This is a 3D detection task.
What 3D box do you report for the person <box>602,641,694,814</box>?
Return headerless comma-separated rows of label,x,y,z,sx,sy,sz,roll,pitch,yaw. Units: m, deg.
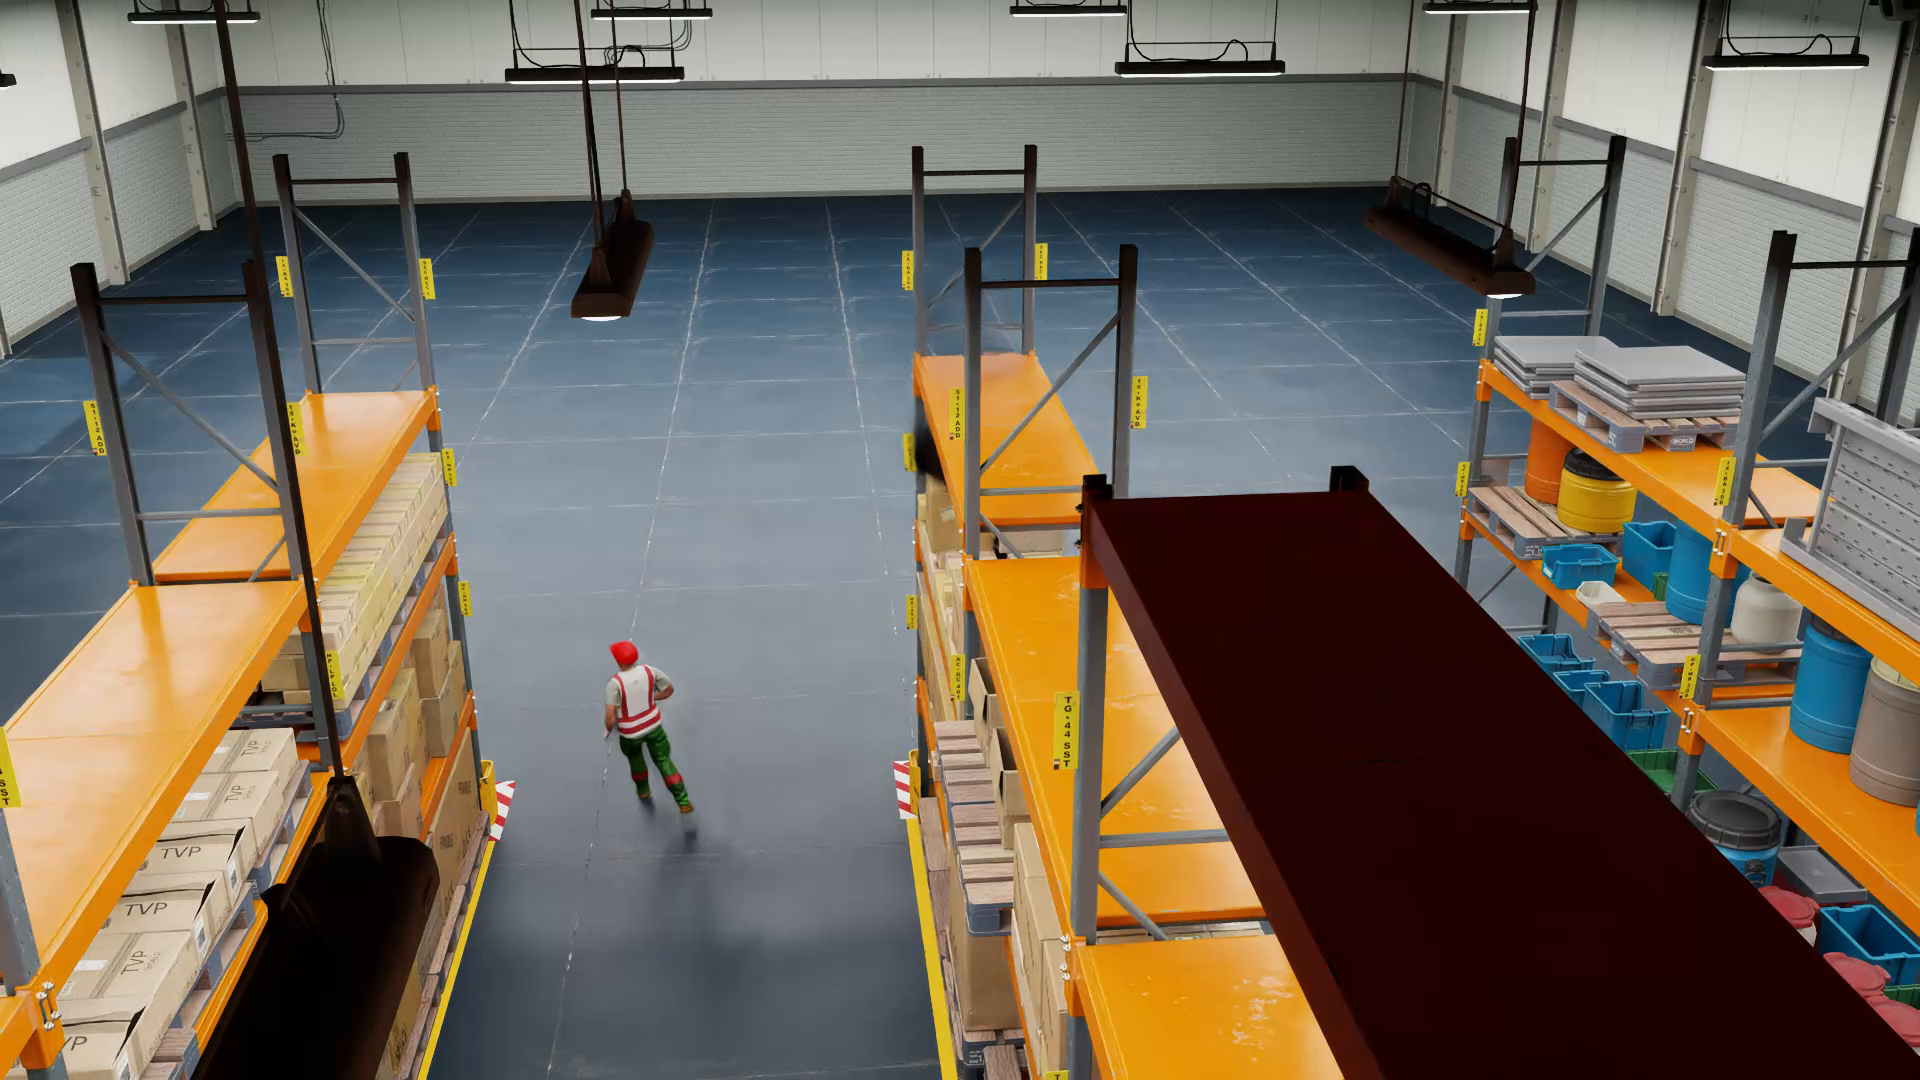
person,-2.900,1.682,14.950,0.723,1.772,0.966,-12,25,-28
